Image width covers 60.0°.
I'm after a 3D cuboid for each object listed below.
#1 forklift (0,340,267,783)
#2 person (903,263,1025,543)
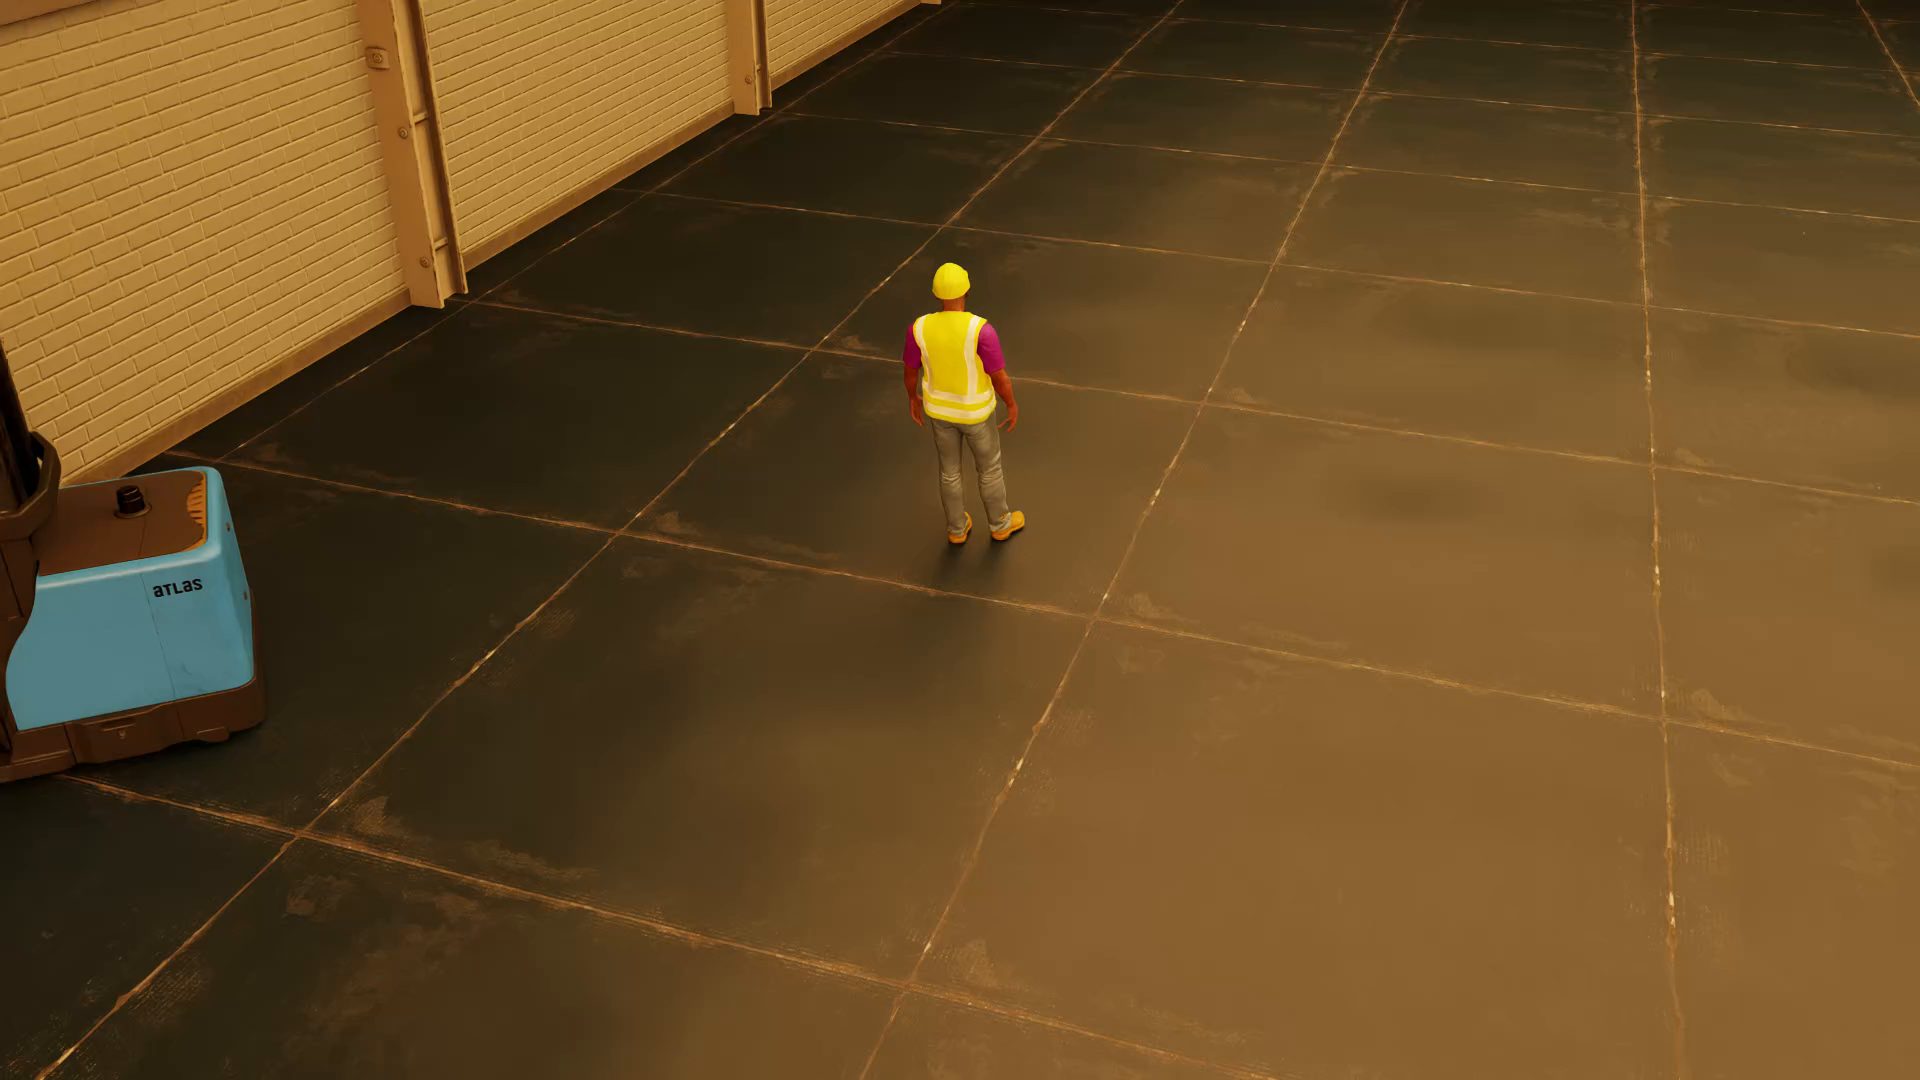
[{"bbox_3d":[-5.071,-0.250,7.576,3.031,2.935,1.130,-11,32,-19],"label":"forklift"},{"bbox_3d":[0.028,-0.806,9.711,0.665,1.768,0.575,10,31,16],"label":"person"}]
